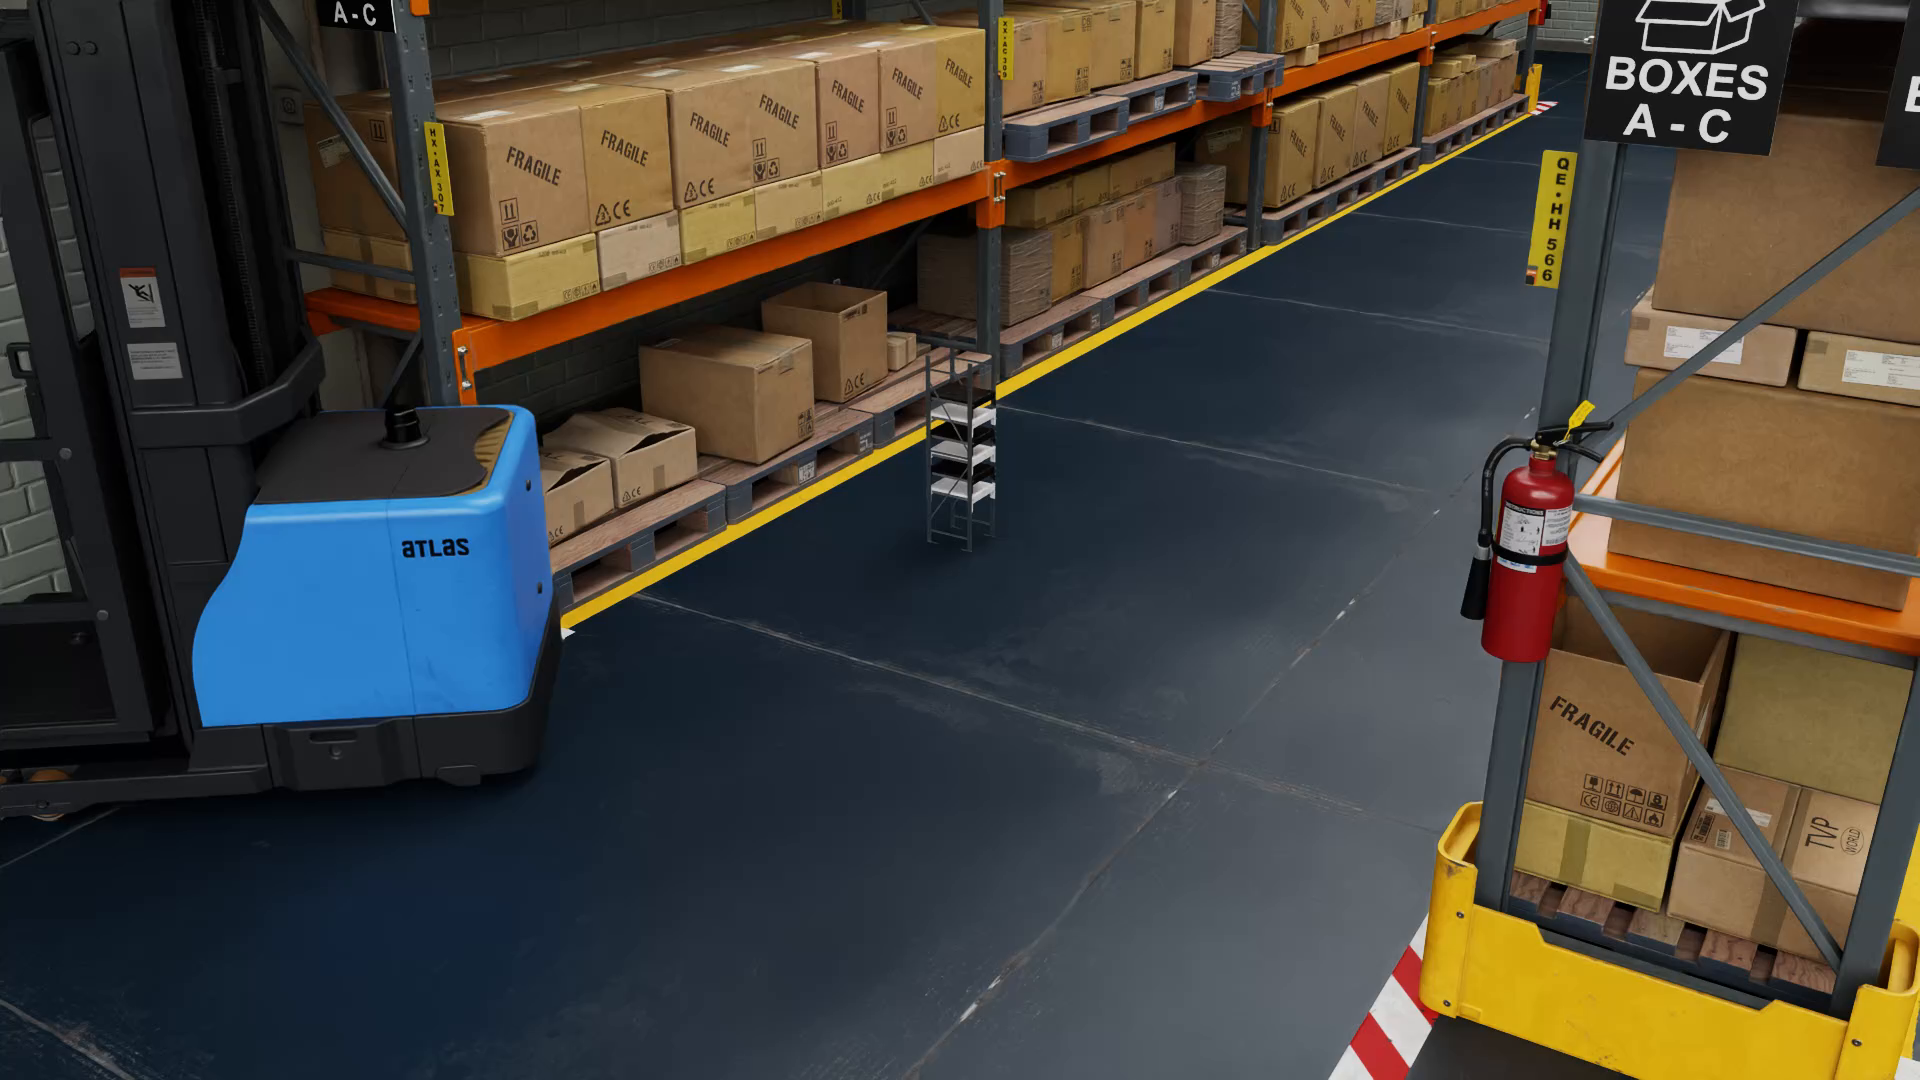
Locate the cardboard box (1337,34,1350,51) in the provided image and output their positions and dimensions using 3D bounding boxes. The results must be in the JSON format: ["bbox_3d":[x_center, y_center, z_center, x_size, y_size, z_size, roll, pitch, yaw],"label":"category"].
[{"bbox_3d":[3.062,-4.221,14.015,0.380,0.149,0.250,14,27,29],"label":"cardboard box"}]

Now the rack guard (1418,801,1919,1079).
[{"bbox_3d":[1.869,1.148,4.469,1.175,0.500,0.348,14,27,29],"label":"rack guard"}]

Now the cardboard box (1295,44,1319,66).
[{"bbox_3d":[2.614,-3.856,13.172,0.380,0.149,0.250,15,27,31],"label":"cardboard box"}]

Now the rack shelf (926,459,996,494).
[{"bbox_3d":[0.004,-0.303,7.627,0.258,0.077,0.200,14,27,29],"label":"rack shelf"}]

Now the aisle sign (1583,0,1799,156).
[{"bbox_3d":[1.598,-1.240,3.566,0.394,0.787,0.004,14,27,29],"label":"aisle sign"}]

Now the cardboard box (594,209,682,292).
[{"bbox_3d":[-1.540,-1.261,7.050,0.500,0.250,0.500,13,27,27],"label":"cardboard box"}]

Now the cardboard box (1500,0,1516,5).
[{"bbox_3d":[5.476,-6.160,17.826,0.980,0.700,0.700,14,27,29],"label":"cardboard box"}]

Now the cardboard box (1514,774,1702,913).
[{"bbox_3d":[1.914,0.819,5.015,0.500,0.250,0.500,14,27,29],"label":"cardboard box"}]

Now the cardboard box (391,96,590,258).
[{"bbox_3d":[-1.821,-1.427,6.490,0.500,0.500,0.500,14,27,29],"label":"cardboard box"}]

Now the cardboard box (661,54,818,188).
[{"bbox_3d":[-1.012,-1.941,7.678,0.500,0.500,0.500,15,27,31],"label":"cardboard box"}]

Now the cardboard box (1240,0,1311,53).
[{"bbox_3d":[2.365,-4.046,12.795,0.500,0.500,0.500,15,27,30],"label":"cardboard box"}]

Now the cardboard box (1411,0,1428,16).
[{"bbox_3d":[3.972,-5.077,15.177,0.500,0.500,0.500,13,27,28],"label":"cardboard box"}]

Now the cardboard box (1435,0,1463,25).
[{"bbox_3d":[4.301,-5.412,16.097,0.980,0.700,0.700,14,27,30],"label":"cardboard box"}]

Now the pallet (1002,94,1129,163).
[{"bbox_3d":[0.308,-2.534,10.068,1.003,0.211,1.213,14,27,29],"label":"pallet"}]

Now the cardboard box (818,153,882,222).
[{"bbox_3d":[-0.733,-1.772,8.230,0.500,0.250,0.500,14,27,29],"label":"cardboard box"}]

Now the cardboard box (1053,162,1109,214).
[{"bbox_3d":[0.656,-2.371,11.099,0.500,0.250,0.500,13,27,27],"label":"cardboard box"}]

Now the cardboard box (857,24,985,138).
[{"bbox_3d":[-0.205,-2.454,8.863,0.500,0.500,0.500,14,27,29],"label":"cardboard box"}]

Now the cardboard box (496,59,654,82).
[{"bbox_3d":[-1.718,-1.875,7.526,0.500,0.500,0.500,13,27,28],"label":"cardboard box"}]

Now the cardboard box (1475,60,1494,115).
[{"bbox_3d":[5.298,-4.894,17.897,0.700,0.500,0.500,13,27,27],"label":"cardboard box"}]

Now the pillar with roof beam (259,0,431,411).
[{"bbox_3d":[0.963,-3.313,4.075,9.100,9.000,0.400,14,27,29],"label":"pillar with roof beam"}]

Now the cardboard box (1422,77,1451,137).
[{"bbox_3d":[4.483,-4.371,16.688,0.700,0.500,0.500,14,27,30],"label":"cardboard box"}]

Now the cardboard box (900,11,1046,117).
[{"bbox_3d":[0.079,-2.807,9.778,0.700,0.500,0.500,14,27,29],"label":"cardboard box"}]

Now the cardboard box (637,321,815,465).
[{"bbox_3d":[-1.157,-0.743,8.283,0.700,0.500,0.500,12,26,26],"label":"cardboard box"}]

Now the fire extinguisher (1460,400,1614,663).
[{"bbox_3d":[1.425,-0.029,4.139,0.296,0.674,0.183,14,27,29],"label":"fire extinguisher"}]

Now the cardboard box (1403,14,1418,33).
[{"bbox_3d":[3.951,-4.725,15.179,0.380,0.149,0.250,14,27,30],"label":"cardboard box"}]

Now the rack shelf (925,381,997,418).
[{"bbox_3d":[0.004,-0.633,7.484,0.258,0.077,0.200,14,27,29],"label":"rack shelf"}]

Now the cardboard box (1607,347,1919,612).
[{"bbox_3d":[2.139,-0.208,4.329,0.700,0.500,0.500,14,27,29],"label":"cardboard box"}]

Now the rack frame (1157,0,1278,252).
[{"bbox_3d":[1.891,-3.744,12.623,1.000,3.000,0.127,14,27,29],"label":"rack frame"}]

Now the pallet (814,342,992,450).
[{"bbox_3d":[-0.543,-0.880,9.518,1.003,0.211,1.213,14,27,29],"label":"pallet"}]

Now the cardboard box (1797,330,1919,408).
[{"bbox_3d":[2.272,-0.438,4.044,0.380,0.149,0.250,14,27,29],"label":"cardboard box"}]

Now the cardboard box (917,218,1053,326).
[{"bbox_3d":[0.156,-1.701,10.496,0.700,0.500,0.500,15,28,31],"label":"cardboard box"}]

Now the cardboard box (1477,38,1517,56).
[{"bbox_3d":[5.914,-5.449,18.362,0.380,0.149,0.250,14,27,28],"label":"cardboard box"}]

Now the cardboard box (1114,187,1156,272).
[{"bbox_3d":[0.947,-2.222,11.699,0.700,0.500,0.500,14,27,29],"label":"cardboard box"}]

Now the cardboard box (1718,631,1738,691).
[{"bbox_3d":[2.427,0.134,5.654,0.500,0.500,0.500,14,27,29],"label":"cardboard box"}]

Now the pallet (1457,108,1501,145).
[{"bbox_3d":[5.112,-4.468,17.806,1.003,0.211,1.213,14,27,29],"label":"pallet"}]

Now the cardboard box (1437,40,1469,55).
[{"bbox_3d":[5.324,-5.359,18.155,0.380,0.149,0.250,14,27,29],"label":"cardboard box"}]

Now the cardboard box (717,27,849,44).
[{"bbox_3d":[-0.920,-2.390,8.715,0.500,0.500,0.500,14,27,29],"label":"cardboard box"}]

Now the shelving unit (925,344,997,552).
[{"bbox_3d":[0.004,-0.416,7.578,0.258,0.900,0.210,14,27,29],"label":"shelving unit"}]

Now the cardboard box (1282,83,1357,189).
[{"bbox_3d":[2.858,-3.465,14.157,0.750,0.750,0.750,14,27,29],"label":"cardboard box"}]

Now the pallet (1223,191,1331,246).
[{"bbox_3d":[2.371,-2.715,13.755,1.003,0.211,1.213,14,27,29],"label":"pallet"}]

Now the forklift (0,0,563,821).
[{"bbox_3d":[-3.029,-0.618,5.489,3.031,2.935,1.130,-3,24,-6],"label":"forklift"}]

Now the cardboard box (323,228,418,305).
[{"bbox_3d":[-2.247,-1.183,6.870,0.500,0.250,0.500,14,27,30],"label":"cardboard box"}]

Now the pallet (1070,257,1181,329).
[{"bbox_3d":[0.834,-1.791,11.621,1.003,0.211,1.213,14,27,29],"label":"pallet"}]

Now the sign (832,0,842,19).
[{"bbox_3d":[-0.692,-3.041,9.541,0.100,0.325,0.005,14,27,29],"label":"sign"}]

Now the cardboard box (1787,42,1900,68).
[{"bbox_3d":[2.705,-1.170,4.919,0.700,0.500,0.500,14,27,29],"label":"cardboard box"}]

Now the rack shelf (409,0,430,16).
[{"bbox_3d":[-1.274,-2.766,7.492,1.077,0.370,4.000,14,27,29],"label":"rack shelf"}]

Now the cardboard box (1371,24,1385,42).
[{"bbox_3d":[3.501,-4.477,14.606,0.380,0.149,0.250,14,27,29],"label":"cardboard box"}]

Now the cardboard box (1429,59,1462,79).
[{"bbox_3d":[4.819,-4.746,16.738,0.380,0.149,0.250,15,28,31],"label":"cardboard box"}]

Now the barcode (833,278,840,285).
[{"bbox_3d":[-0.707,-1.464,9.545,0.001,0.075,0.075,14,27,29],"label":"barcode"}]

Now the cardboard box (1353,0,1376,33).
[{"bbox_3d":[3.180,-4.565,13.995,0.500,0.500,0.500,15,27,30],"label":"cardboard box"}]

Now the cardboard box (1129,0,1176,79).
[{"bbox_3d":[1.014,-3.406,11.163,0.700,0.500,0.500,14,27,29],"label":"cardboard box"}]

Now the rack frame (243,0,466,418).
[{"bbox_3d":[-2.329,-1.044,6.386,1.000,3.000,0.127,14,27,29],"label":"rack frame"}]

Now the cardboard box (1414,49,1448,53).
[{"bbox_3d":[4.922,-5.101,17.558,0.380,0.149,0.250,13,27,28],"label":"cardboard box"}]

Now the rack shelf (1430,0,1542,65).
[{"bbox_3d":[5.056,-5.439,17.444,1.077,0.370,4.000,14,27,29],"label":"rack shelf"}]
